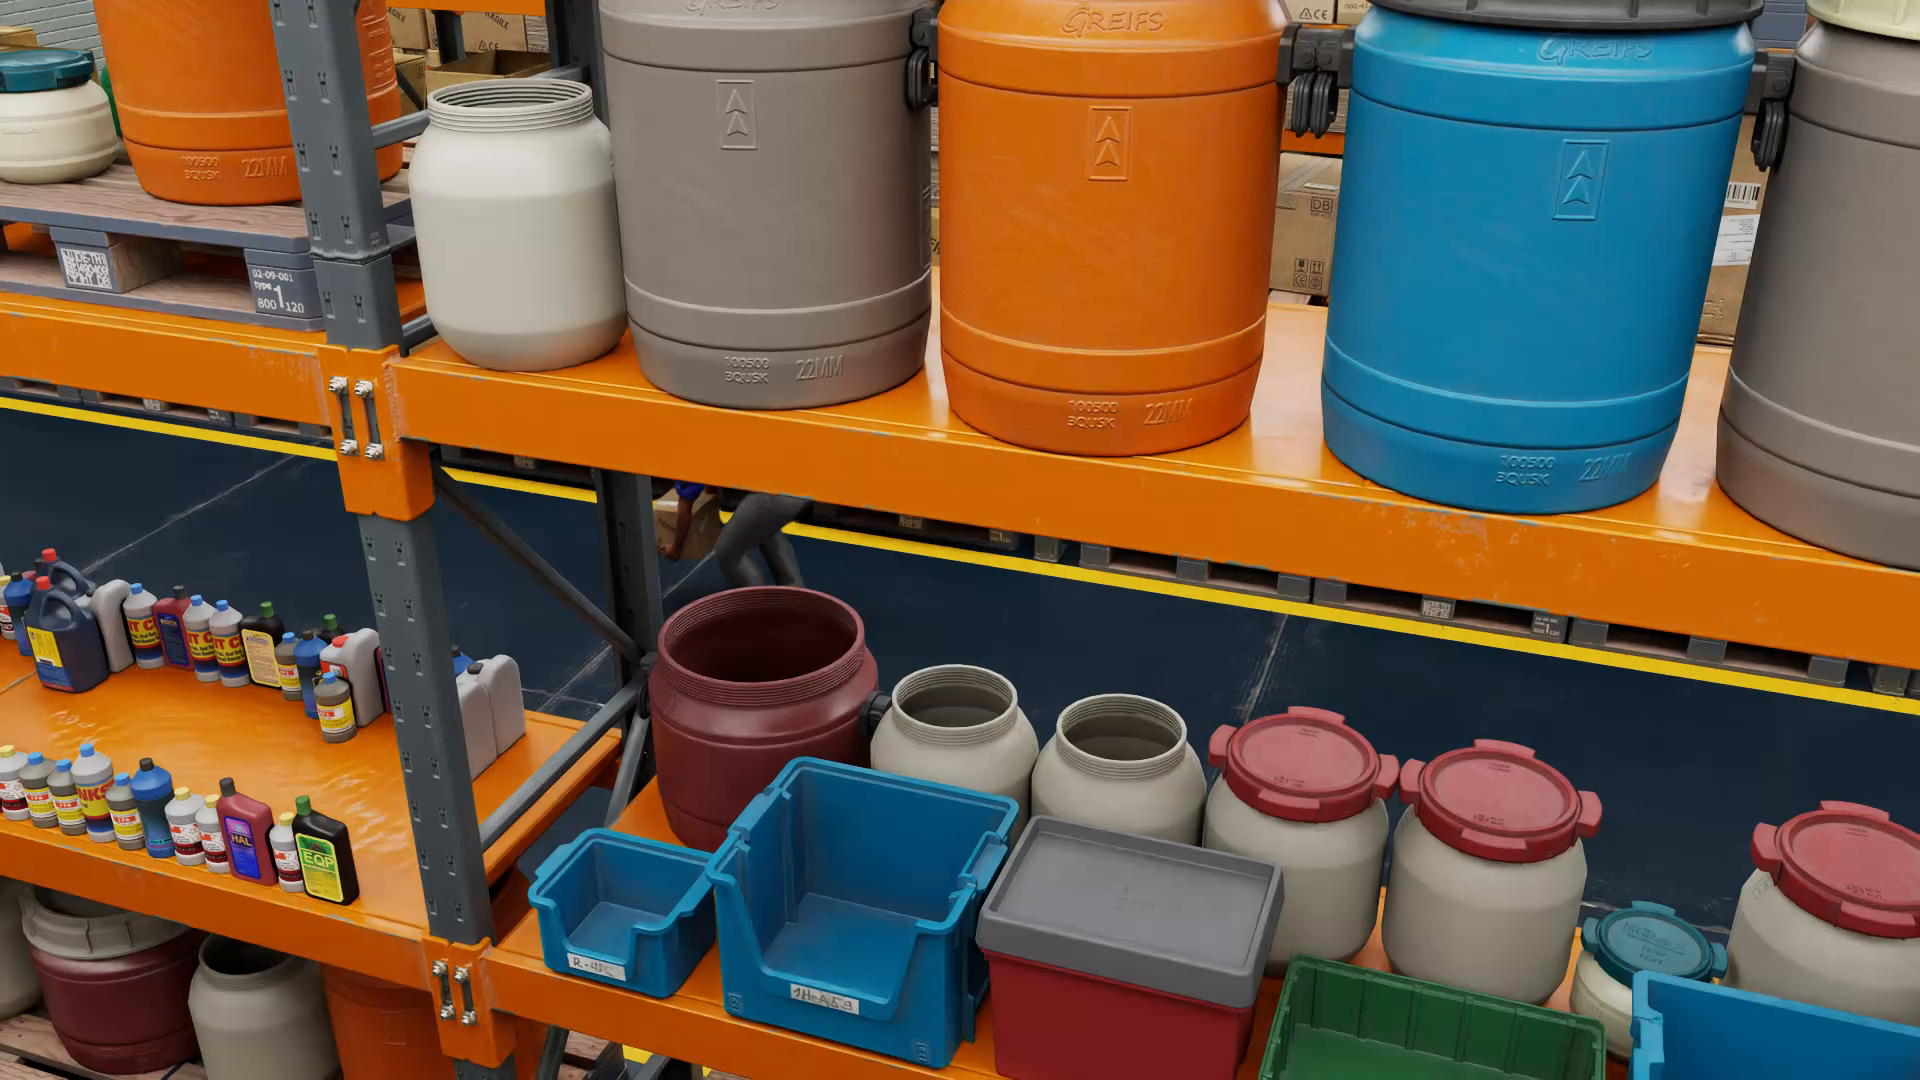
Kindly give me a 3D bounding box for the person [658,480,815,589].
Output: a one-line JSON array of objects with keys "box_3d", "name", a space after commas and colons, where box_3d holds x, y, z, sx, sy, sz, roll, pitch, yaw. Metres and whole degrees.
[{"box_3d": [-1.075, -0.105, 7.981, 0.850, 1.098, 0.437, 9, 27, 18], "name": "person"}]
